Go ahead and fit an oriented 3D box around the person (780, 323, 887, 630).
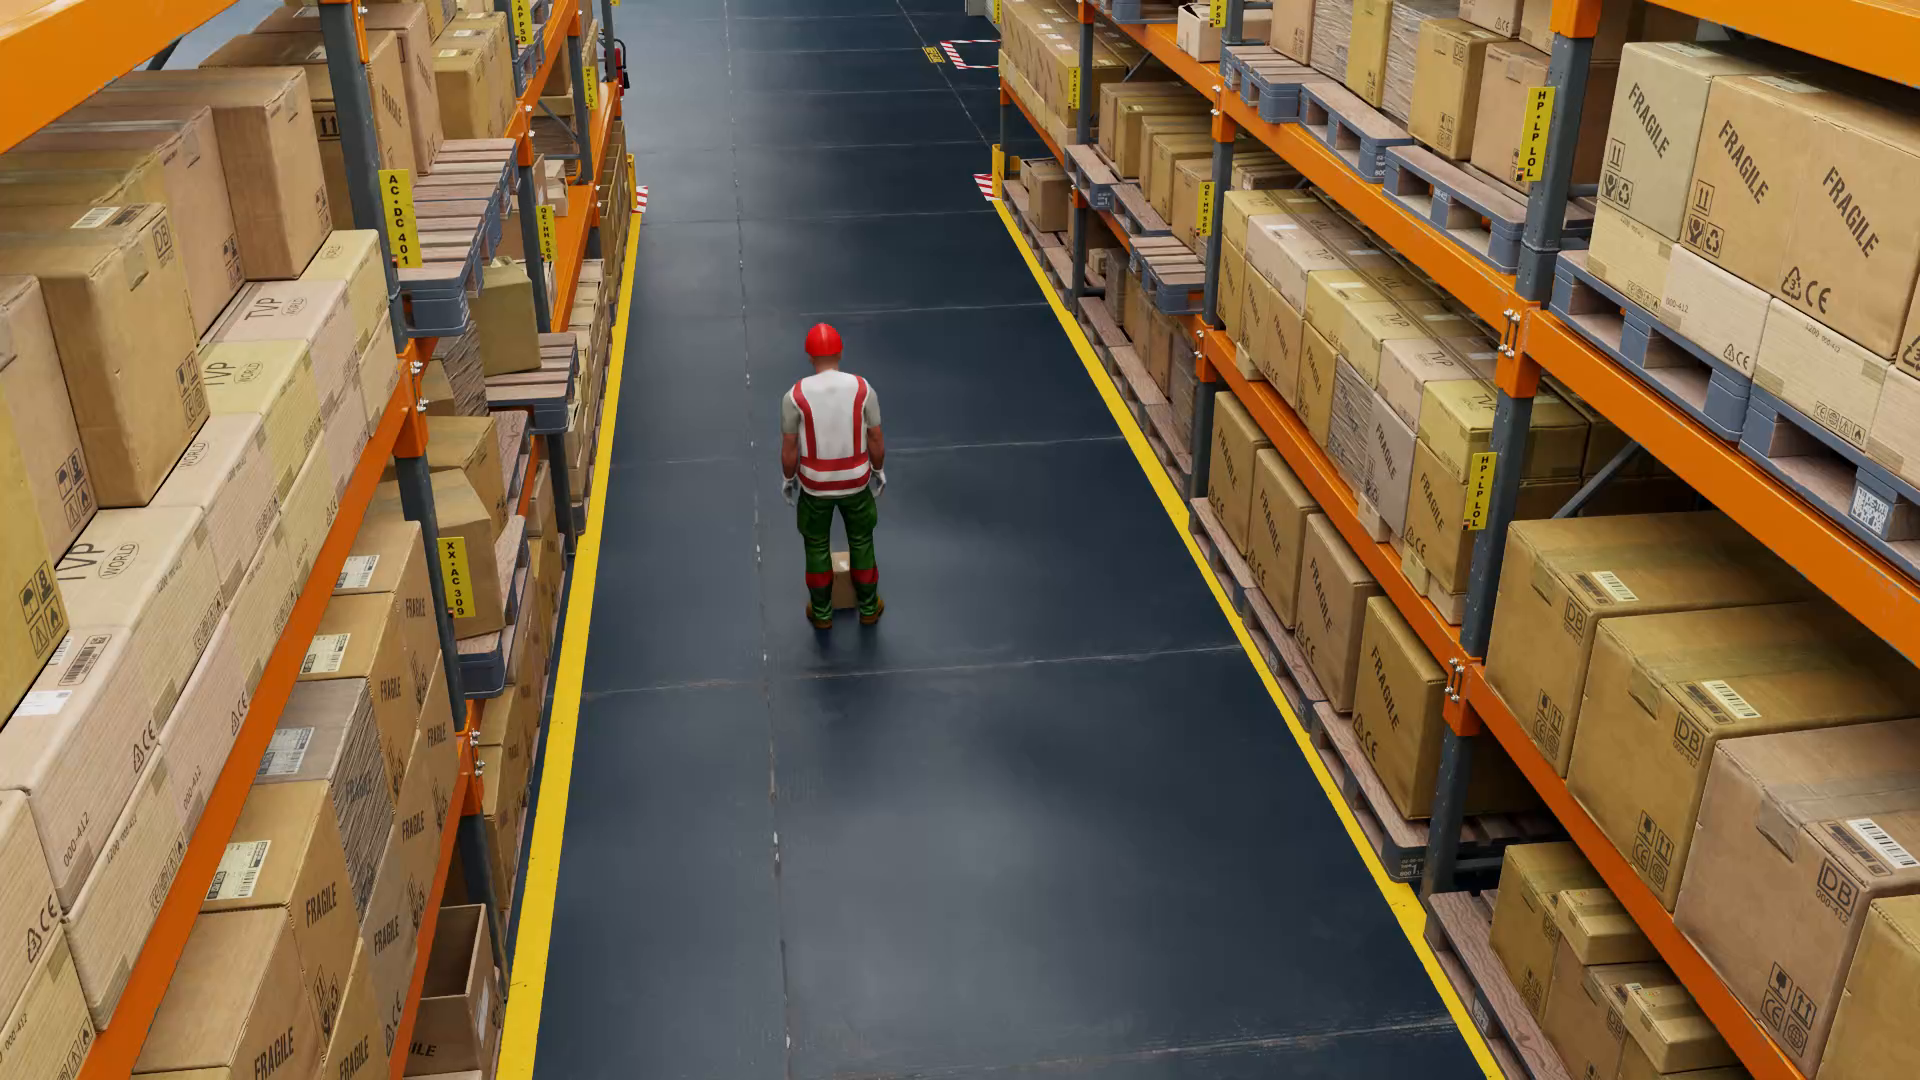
[{"bbox_3d":[-0.703,-0.337,9.266,0.597,1.778,0.450,-5,27,-9],"label":"person"}]
